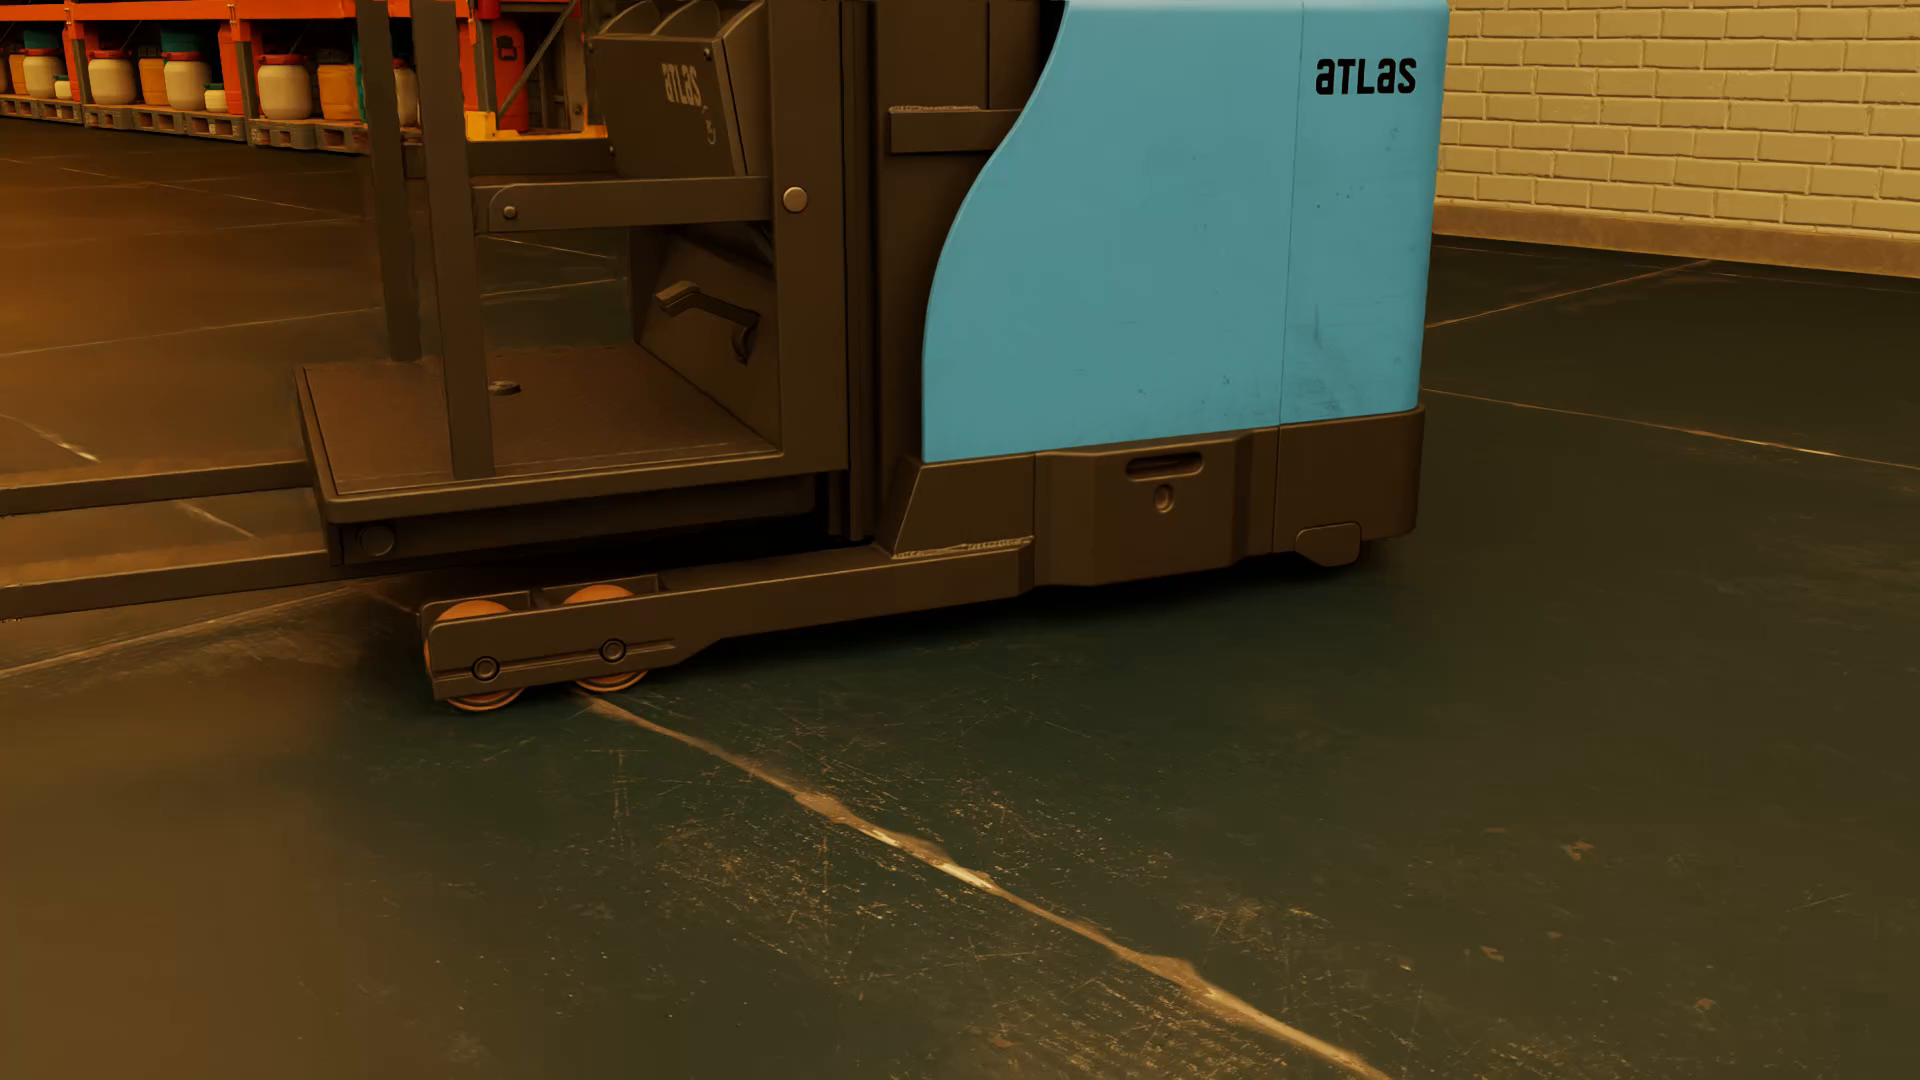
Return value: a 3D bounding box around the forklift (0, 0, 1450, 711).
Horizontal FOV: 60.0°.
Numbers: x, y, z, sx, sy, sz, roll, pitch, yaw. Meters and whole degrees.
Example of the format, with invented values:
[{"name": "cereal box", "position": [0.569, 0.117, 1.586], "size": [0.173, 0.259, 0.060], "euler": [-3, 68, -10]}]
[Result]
[{"name": "forklift", "position": [-0.676, -1.315, 2.686], "size": [3.031, 2.935, 1.130], "euler": [-7, 19, -22]}]
